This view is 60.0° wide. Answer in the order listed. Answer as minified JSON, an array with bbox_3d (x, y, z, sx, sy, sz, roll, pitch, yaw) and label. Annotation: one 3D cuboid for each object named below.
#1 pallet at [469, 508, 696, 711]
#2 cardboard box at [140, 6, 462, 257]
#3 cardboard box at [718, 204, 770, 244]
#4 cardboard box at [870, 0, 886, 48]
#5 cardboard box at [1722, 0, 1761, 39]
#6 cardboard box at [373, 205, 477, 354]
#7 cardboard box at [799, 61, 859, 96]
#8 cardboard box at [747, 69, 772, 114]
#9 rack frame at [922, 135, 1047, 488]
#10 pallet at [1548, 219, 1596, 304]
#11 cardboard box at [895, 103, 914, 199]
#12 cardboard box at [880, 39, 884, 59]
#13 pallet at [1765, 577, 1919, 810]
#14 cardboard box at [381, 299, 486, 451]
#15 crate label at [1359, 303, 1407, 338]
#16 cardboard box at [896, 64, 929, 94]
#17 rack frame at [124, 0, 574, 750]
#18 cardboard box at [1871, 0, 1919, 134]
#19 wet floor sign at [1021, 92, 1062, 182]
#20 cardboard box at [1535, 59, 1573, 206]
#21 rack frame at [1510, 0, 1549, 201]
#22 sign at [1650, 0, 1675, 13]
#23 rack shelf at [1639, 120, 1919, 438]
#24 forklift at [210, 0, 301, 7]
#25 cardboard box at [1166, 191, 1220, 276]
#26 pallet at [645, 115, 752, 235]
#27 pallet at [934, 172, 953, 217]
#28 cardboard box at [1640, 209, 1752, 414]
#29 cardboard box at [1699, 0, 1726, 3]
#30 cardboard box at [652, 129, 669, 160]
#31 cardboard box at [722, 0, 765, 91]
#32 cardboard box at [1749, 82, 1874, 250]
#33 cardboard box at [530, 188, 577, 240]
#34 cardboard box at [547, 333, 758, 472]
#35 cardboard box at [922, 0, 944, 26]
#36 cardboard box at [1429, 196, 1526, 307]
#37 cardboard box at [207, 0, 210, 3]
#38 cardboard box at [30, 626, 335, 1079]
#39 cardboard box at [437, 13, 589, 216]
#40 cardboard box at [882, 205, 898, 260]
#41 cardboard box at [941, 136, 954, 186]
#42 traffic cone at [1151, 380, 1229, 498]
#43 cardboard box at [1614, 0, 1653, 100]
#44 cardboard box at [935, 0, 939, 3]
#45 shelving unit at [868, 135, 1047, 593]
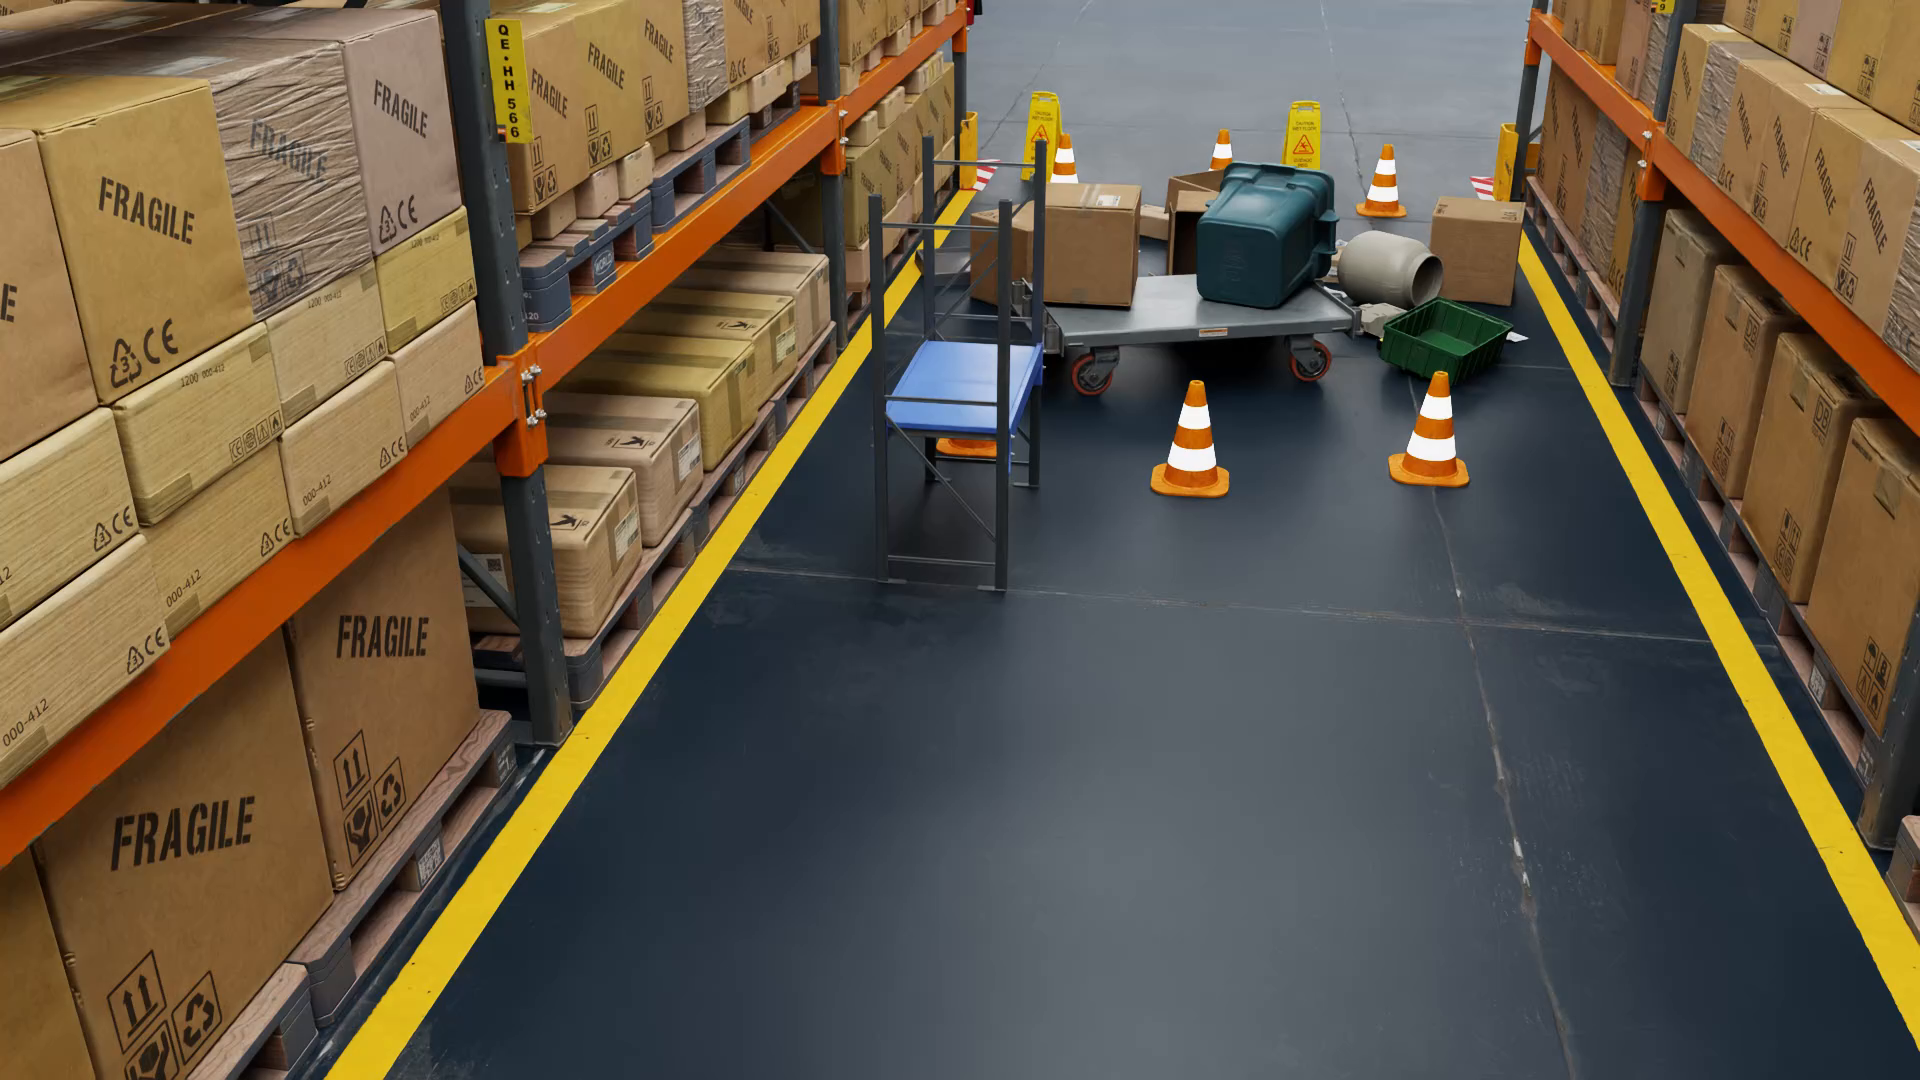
[{"bbox_3d":[-1.633,0.189,6.098,1.003,0.211,1.213,4,25,9],"label":"pallet"},{"bbox_3d":[-1.589,-1.011,4.075,0.500,0.500,0.500,3,25,7],"label":"cardboard box"},{"bbox_3d":[-1.277,-1.971,9.286,0.500,0.500,0.500,4,25,8],"label":"cardboard box"},{"bbox_3d":[-0.702,-2.977,9.102,0.500,0.500,0.500,4,25,8],"label":"cardboard box"},{"bbox_3d":[3.716,-2.410,7.063,0.700,0.500,0.500,4,25,8],"label":"cardboard box"},{"bbox_3d":[-1.591,-0.686,4.264,0.500,0.250,0.500,4,25,8],"label":"cardboard box"},{"bbox_3d":[-0.741,-2.416,8.670,0.380,0.149,0.250,4,25,8],"label":"cardboard box"},{"bbox_3d":[-1.026,-1.936,7.149,0.380,0.149,0.250,4,25,9],"label":"cardboard box"},{"bbox_3d":[0.097,-0.928,6.962,0.500,1.500,0.032,4,25,9],"label":"rack frame"},{"bbox_3d":[4.190,-1.681,10.093,1.003,0.211,1.213,4,25,9],"label":"pallet"},{"bbox_3d":[-0.583,-2.374,10.148,0.500,0.500,0.500,5,26,11],"label":"cardboard box"},{"bbox_3d":[-0.650,-2.853,9.604,0.380,0.149,0.250,4,25,8],"label":"cardboard box"},{"bbox_3d":[3.341,0.492,5.451,1.003,0.211,1.213,4,25,9],"label":"pallet"},{"bbox_3d":[-1.589,-0.450,4.350,0.500,0.250,0.500,3,25,7],"label":"cardboard box"},{"bbox_3d":[2.320,-1.214,9.182,0.298,0.136,0.250,-14,29,-27],"label":"crate label"},{"bbox_3d":[-0.411,-2.945,10.602,0.380,0.149,0.250,5,26,11],"label":"cardboard box"},{"bbox_3d":[-1.762,-0.747,4.809,1.000,3.000,0.127,4,25,9],"label":"rack frame"},{"bbox_3d":[3.384,-1.558,5.243,0.700,0.500,0.500,4,25,8],"label":"cardboard box"},{"bbox_3d":[0.632,-3.032,12.467,0.267,0.644,0.232,13,28,26],"label":"wet floor sign"},{"bbox_3d":[4.400,-2.732,11.060,0.875,0.875,0.875,4,25,9],"label":"cardboard box"},{"bbox_3d":[4.445,-3.793,11.314,1.000,3.000,0.127,4,25,9],"label":"rack frame"},{"bbox_3d":[3.244,-2.585,7.621,0.100,0.325,0.005,4,25,9],"label":"sign"},{"bbox_3d":[3.465,-0.957,6.106,1.077,0.370,4.000,4,25,9],"label":"rack shelf"},{"bbox_3d":[-3.166,-2.323,8.255,1.130,2.935,3.031,-20,32,-37],"label":"forklift"},{"bbox_3d":[1.611,-1.722,9.676,0.797,0.637,0.503,4,25,9],"label":"cardboard box"},{"bbox_3d":[-1.479,-1.491,6.624,1.003,0.211,1.213,4,25,9],"label":"pallet"},{"bbox_3d":[-0.635,-2.461,11.759,1.003,0.211,1.213,4,25,9],"label":"pallet"},{"bbox_3d":[3.779,-1.025,7.560,1.050,0.750,0.750,4,25,8],"label":"cardboard box"},{"bbox_3d":[3.886,-2.829,7.804,0.875,0.550,0.550,4,25,9],"label":"cardboard box"},{"bbox_3d":[-1.321,-1.515,6.249,0.380,0.149,0.250,5,26,11],"label":"cardboard box"},{"bbox_3d":[-1.128,-2.159,6.859,0.500,0.500,0.500,5,26,10],"label":"cardboard box"},{"bbox_3d":[3.191,-1.331,5.938,0.500,0.500,0.500,4,25,9],"label":"cardboard box"},{"bbox_3d":[-1.446,-1.063,5.283,0.380,0.149,0.250,2,25,5],"label":"cardboard box"},{"bbox_3d":[-1.418,-0.609,7.117,0.950,0.372,0.625,5,26,10],"label":"cardboard box"},{"bbox_3d":[-0.312,-3.479,10.941,0.380,0.149,0.250,4,25,9],"label":"cardboard box"},{"bbox_3d":[3.033,-1.709,9.809,0.500,0.500,0.500,8,26,18],"label":"cardboard box"},{"bbox_3d":[-5.351,-3.826,11.268,0.500,0.500,0.500,4,25,8],"label":"cardboard box"},{"bbox_3d":[-2.107,0.681,3.769,0.875,0.875,0.875,4,25,9],"label":"cardboard box"},{"bbox_3d":[-1.460,-1.290,5.003,0.500,0.500,0.500,3,25,7],"label":"cardboard box"},{"bbox_3d":[-0.670,-1.817,9.842,0.500,0.250,0.500,5,26,11],"label":"cardboard box"},{"bbox_3d":[-0.325,-2.671,11.667,0.500,0.250,0.500,4,25,8],"label":"cardboard box"},{"bbox_3d":[1.009,-0.465,7.198,0.336,0.463,0.334,4,25,9],"label":"traffic cone"},{"bbox_3d":[3.908,-2.574,8.535,0.875,0.550,0.550,4,25,9],"label":"cardboard box"},{"bbox_3d":[-0.358,-3.818,10.900,0.500,0.500,0.500,4,25,9],"label":"cardboard box"},{"bbox_3d":[0.014,-0.715,6.508,0.538,1.500,1.048,4,25,9],"label":"shelving unit"}]
